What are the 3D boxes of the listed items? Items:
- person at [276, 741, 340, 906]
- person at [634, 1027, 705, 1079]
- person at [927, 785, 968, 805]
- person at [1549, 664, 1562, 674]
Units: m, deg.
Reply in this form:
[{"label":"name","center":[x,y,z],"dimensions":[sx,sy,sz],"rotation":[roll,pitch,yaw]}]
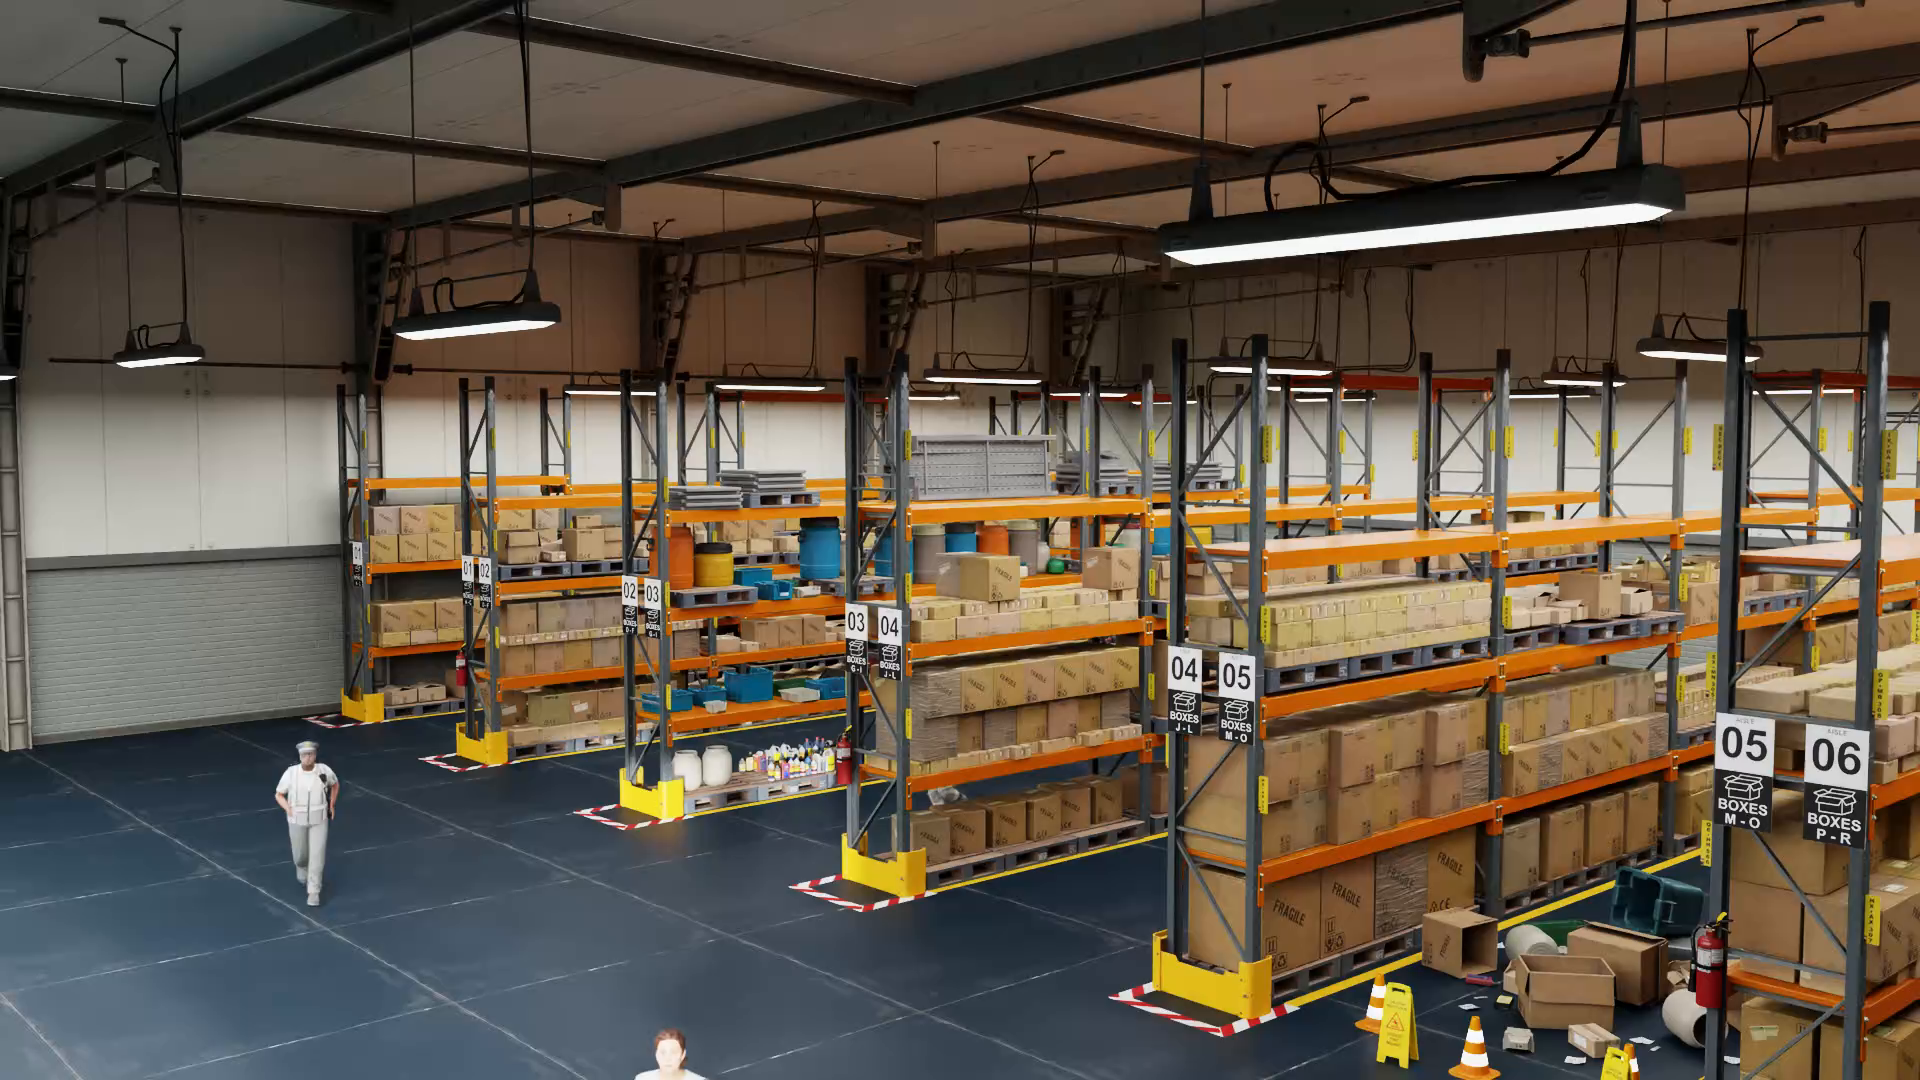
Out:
[{"label":"person","center":[-7.186,3.080,18.348],"dimensions":[0.663,1.763,0.945],"rotation":[-2,4,-22]},{"label":"person","center":[-1.686,3.692,9.670],"dimensions":[0.546,1.723,0.712],"rotation":[0,4,-6]},{"label":"person","center":[-0.192,2.870,21.718],"dimensions":[0.653,1.735,0.621],"rotation":[3,5,40]},{"label":"person","center":[9.137,2.702,25.493],"dimensions":[0.537,1.581,0.594],"rotation":[-3,5,-40]}]
